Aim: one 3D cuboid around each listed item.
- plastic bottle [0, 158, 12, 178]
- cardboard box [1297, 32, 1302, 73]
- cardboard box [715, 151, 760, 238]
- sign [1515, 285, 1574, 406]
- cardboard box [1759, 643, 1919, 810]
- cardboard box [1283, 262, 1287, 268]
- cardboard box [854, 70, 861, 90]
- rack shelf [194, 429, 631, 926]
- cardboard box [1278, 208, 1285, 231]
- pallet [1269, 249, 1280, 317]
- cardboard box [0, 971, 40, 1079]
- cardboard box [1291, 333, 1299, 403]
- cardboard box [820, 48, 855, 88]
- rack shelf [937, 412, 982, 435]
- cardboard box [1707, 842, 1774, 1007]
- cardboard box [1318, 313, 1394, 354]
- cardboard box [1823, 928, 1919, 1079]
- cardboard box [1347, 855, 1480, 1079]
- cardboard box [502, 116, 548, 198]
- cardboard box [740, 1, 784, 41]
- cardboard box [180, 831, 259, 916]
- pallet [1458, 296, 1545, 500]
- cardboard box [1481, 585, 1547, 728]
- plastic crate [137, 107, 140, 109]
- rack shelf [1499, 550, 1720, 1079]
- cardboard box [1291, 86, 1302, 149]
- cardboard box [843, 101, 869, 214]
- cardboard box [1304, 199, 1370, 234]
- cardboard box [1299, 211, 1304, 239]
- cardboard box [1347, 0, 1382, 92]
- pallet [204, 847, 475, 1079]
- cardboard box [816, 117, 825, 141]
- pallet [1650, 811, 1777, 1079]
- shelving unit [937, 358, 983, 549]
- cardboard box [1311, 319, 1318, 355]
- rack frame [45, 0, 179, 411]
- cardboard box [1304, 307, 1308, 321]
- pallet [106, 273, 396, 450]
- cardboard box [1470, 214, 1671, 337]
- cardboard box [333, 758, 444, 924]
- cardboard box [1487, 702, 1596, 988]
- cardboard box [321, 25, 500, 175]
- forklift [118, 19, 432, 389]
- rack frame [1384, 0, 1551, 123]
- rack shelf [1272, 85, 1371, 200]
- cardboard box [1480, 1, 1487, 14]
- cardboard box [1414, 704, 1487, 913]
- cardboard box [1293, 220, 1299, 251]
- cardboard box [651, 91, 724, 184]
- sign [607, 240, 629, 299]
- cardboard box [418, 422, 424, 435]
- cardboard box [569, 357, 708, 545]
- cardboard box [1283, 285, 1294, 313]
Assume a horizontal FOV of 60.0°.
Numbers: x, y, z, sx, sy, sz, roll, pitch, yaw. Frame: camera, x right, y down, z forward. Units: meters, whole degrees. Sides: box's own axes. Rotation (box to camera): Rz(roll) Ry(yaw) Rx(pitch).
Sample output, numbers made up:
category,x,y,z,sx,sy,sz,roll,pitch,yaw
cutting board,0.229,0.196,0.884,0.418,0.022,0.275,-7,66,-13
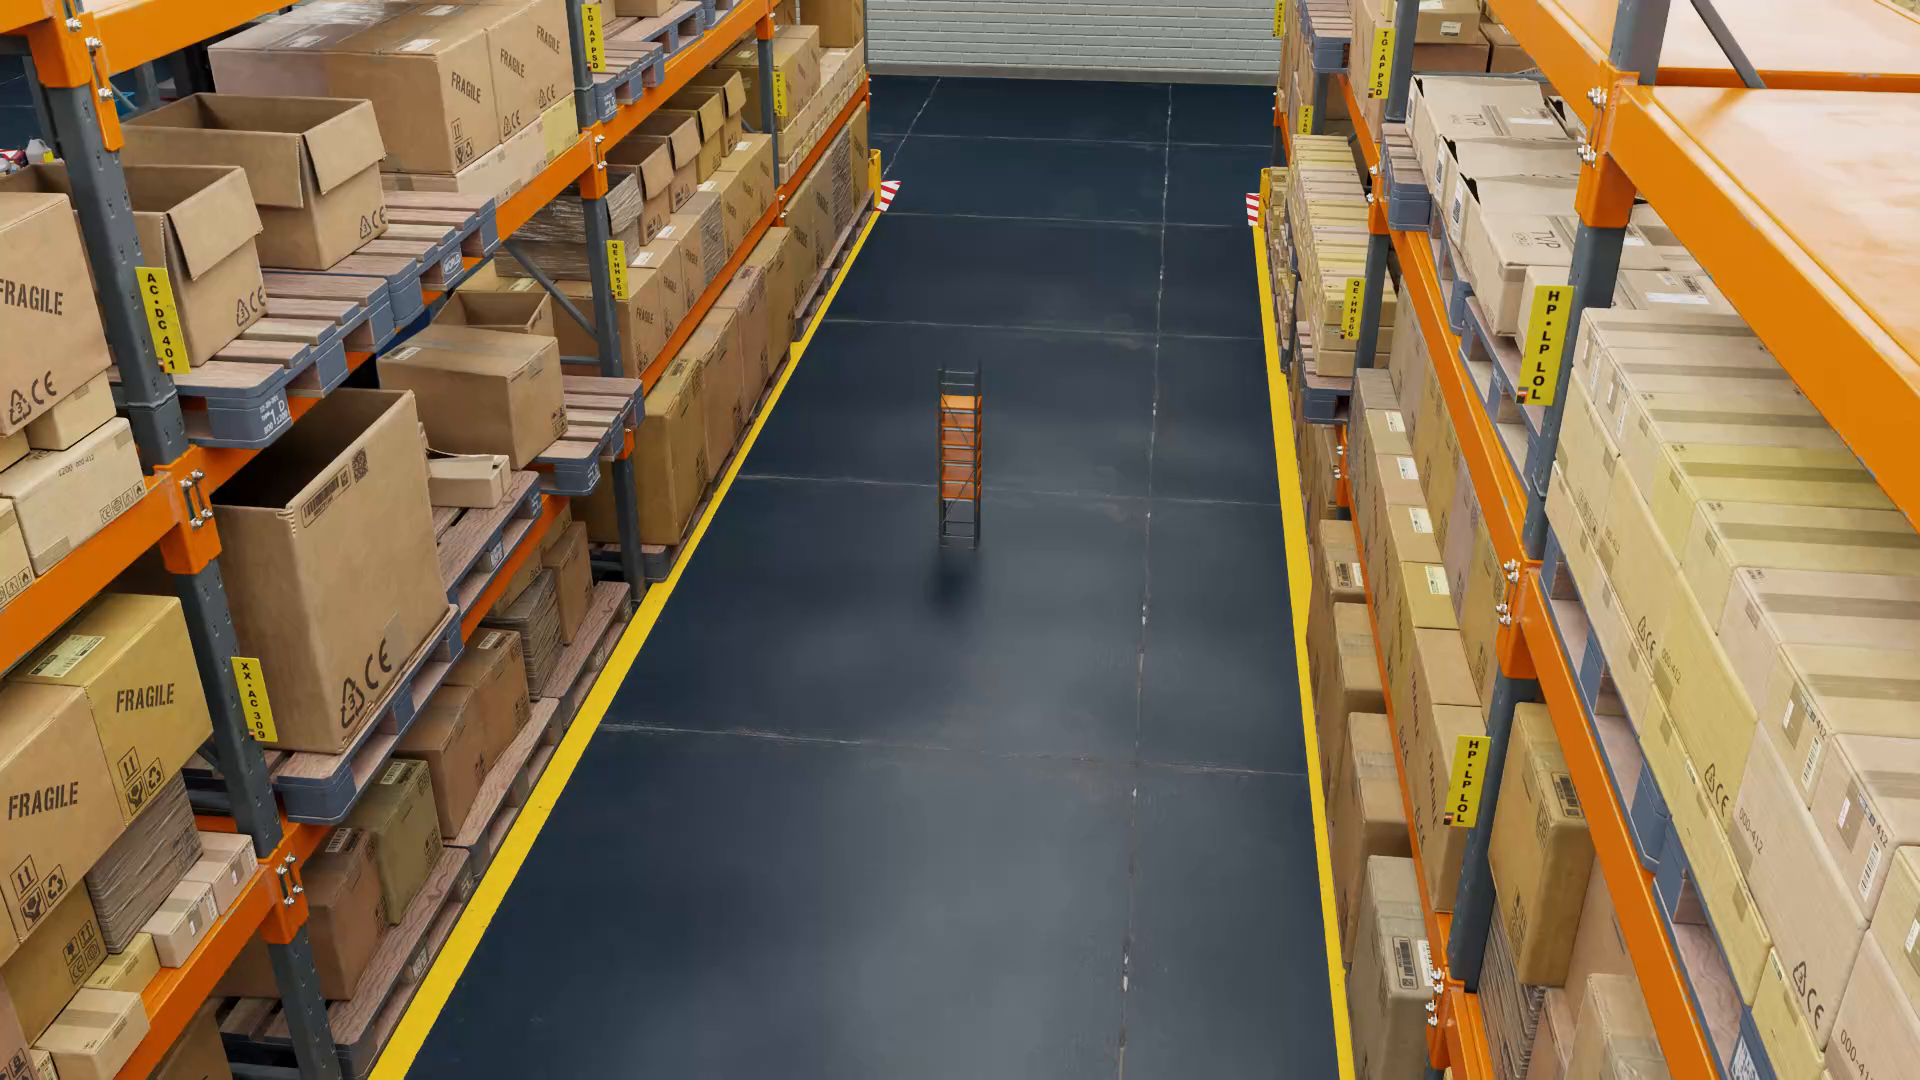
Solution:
category,x,y,z,sx,sy,sz,roll,pitch,yaw
plastic bottle,-7.285,-2.750,12.615,0.152,0.276,0.135,3,28,6
cardboard box,2.944,-3.885,13.117,0.500,0.500,0.500,4,29,8
cardboard box,-1.744,-2.460,11.841,0.500,0.500,0.500,4,29,8
sign,1.500,-0.497,4.262,0.100,0.325,0.005,3,28,6
cardboard box,1.472,0.295,2.546,0.380,0.149,0.250,3,28,6
cardboard box,2.956,-2.289,14.192,0.380,0.149,0.250,4,29,7
cardboard box,-1.147,-4.348,15.715,0.380,0.149,0.250,4,29,7
rack shelf,-2.625,0.256,7.662,1.077,0.370,4.000,3,28,6
cardboard box,2.967,-2.776,14.468,0.380,0.149,0.250,4,29,7
pallet,3.215,-2.215,14.432,1.003,0.211,1.213,3,28,6
cardboard box,-3.044,1.389,4.383,0.875,0.500,0.500,3,28,6
cardboard box,2.667,-1.301,11.987,0.500,0.500,0.500,4,29,8
cardboard box,-1.259,-4.350,15.299,0.500,0.250,0.500,3,28,5
rack shelf,-0.002,-0.694,10.152,0.258,0.103,0.180,3,28,6
cardboard box,1.472,0.646,2.735,0.380,0.149,0.250,4,29,7
cardboard box,2.139,-1.130,8.986,0.380,0.149,0.250,4,29,7
cardboard box,1.457,0.767,2.089,0.500,0.250,0.500,3,28,6
cardboard box,2.027,1.725,6.107,1.050,0.750,0.750,3,28,6
cardboard box,-2.242,-1.784,7.686,0.500,0.250,0.500,3,28,6
cardboard box,-1.845,-4.473,14.736,0.500,0.500,0.500,3,28,5
cardboard box,-2.605,1.110,5.584,0.380,0.149,0.250,3,28,6
pallet,2.104,-0.454,5.261,0.805,0.209,1.217,2,28,4
cardboard box,2.095,0.499,5.294,0.700,0.500,0.500,3,28,5
plastic crate,-6.935,-3.620,14.326,0.437,0.125,0.590,3,28,6
rack shelf,1.795,1.154,2.833,1.077,0.370,4.000,3,28,6
cardboard box,2.864,-3.212,12.923,0.500,0.500,0.500,3,28,5
cardboard box,-1.399,-3.711,16.065,0.875,0.875,0.875,3,28,6
cardboard box,2.329,-1.991,10.269,0.380,0.149,0.250,4,29,8
cardboard box,2.360,-1.978,10.559,0.380,0.149,0.250,3,28,5
cardboard box,2.462,-2.785,9.282,0.500,0.500,0.500,3,28,6
pallet,-2.776,1.742,7.086,1.003,0.211,1.213,3,28,6
cardboard box,-1.365,-3.504,14.149,0.380,0.149,0.250,4,29,7
pallet,1.778,0.892,2.654,1.003,0.211,1.213,3,28,6
shelving unit,-0.002,-0.521,10.245,0.258,1.200,0.189,3,28,6
cardboard box,2.167,-1.116,9.273,0.380,0.149,0.250,3,28,6
rack frame,-2.870,-1.760,4.321,1.000,3.000,0.127,3,28,6
cardboard box,2.605,-1.380,11.343,0.500,0.250,0.500,4,29,8
pallet,-2.689,-0.641,5.605,1.213,0.211,1.003,3,28,6
cardboard box,1.973,-0.861,5.424,0.500,0.250,0.500,3,28,6
cardboard box,-2.696,1.277,7.182,0.700,0.500,0.500,3,28,6
cardboard box,1.961,0.847,4.510,0.875,0.550,0.550,3,28,6
cardboard box,-2.318,-1.873,7.061,0.500,0.500,0.500,4,29,7
forklift,-4.511,-1.661,10.535,1.130,2.935,3.031,3,28,5
rack frame,2.530,-3.307,7.193,1.000,3.000,0.127,3,28,6
rack shelf,3.265,-3.174,14.029,1.077,0.370,4.000,3,28,6
cardboard box,2.909,-2.907,8.700,0.396,0.266,0.258,3,28,6
cardboard box,1.839,0.912,5.582,0.500,0.500,0.500,3,28,6
cardboard box,2.390,-1.978,10.874,0.380,0.149,0.250,2,28,4
cardboard box,-2.055,-2.747,11.315,0.797,0.503,0.637,4,29,7
sign,-1.840,-1.450,8.933,0.100,0.325,0.005,3,28,6
cardboard box,-2.814,-0.345,7.735,0.500,0.250,0.500,3,28,5
cardboard box,-2.275,-0.575,10.244,1.225,0.875,0.875,2,28,4
cardboard box,2.764,-1.904,13.164,0.380,0.149,0.250,2,28,4
